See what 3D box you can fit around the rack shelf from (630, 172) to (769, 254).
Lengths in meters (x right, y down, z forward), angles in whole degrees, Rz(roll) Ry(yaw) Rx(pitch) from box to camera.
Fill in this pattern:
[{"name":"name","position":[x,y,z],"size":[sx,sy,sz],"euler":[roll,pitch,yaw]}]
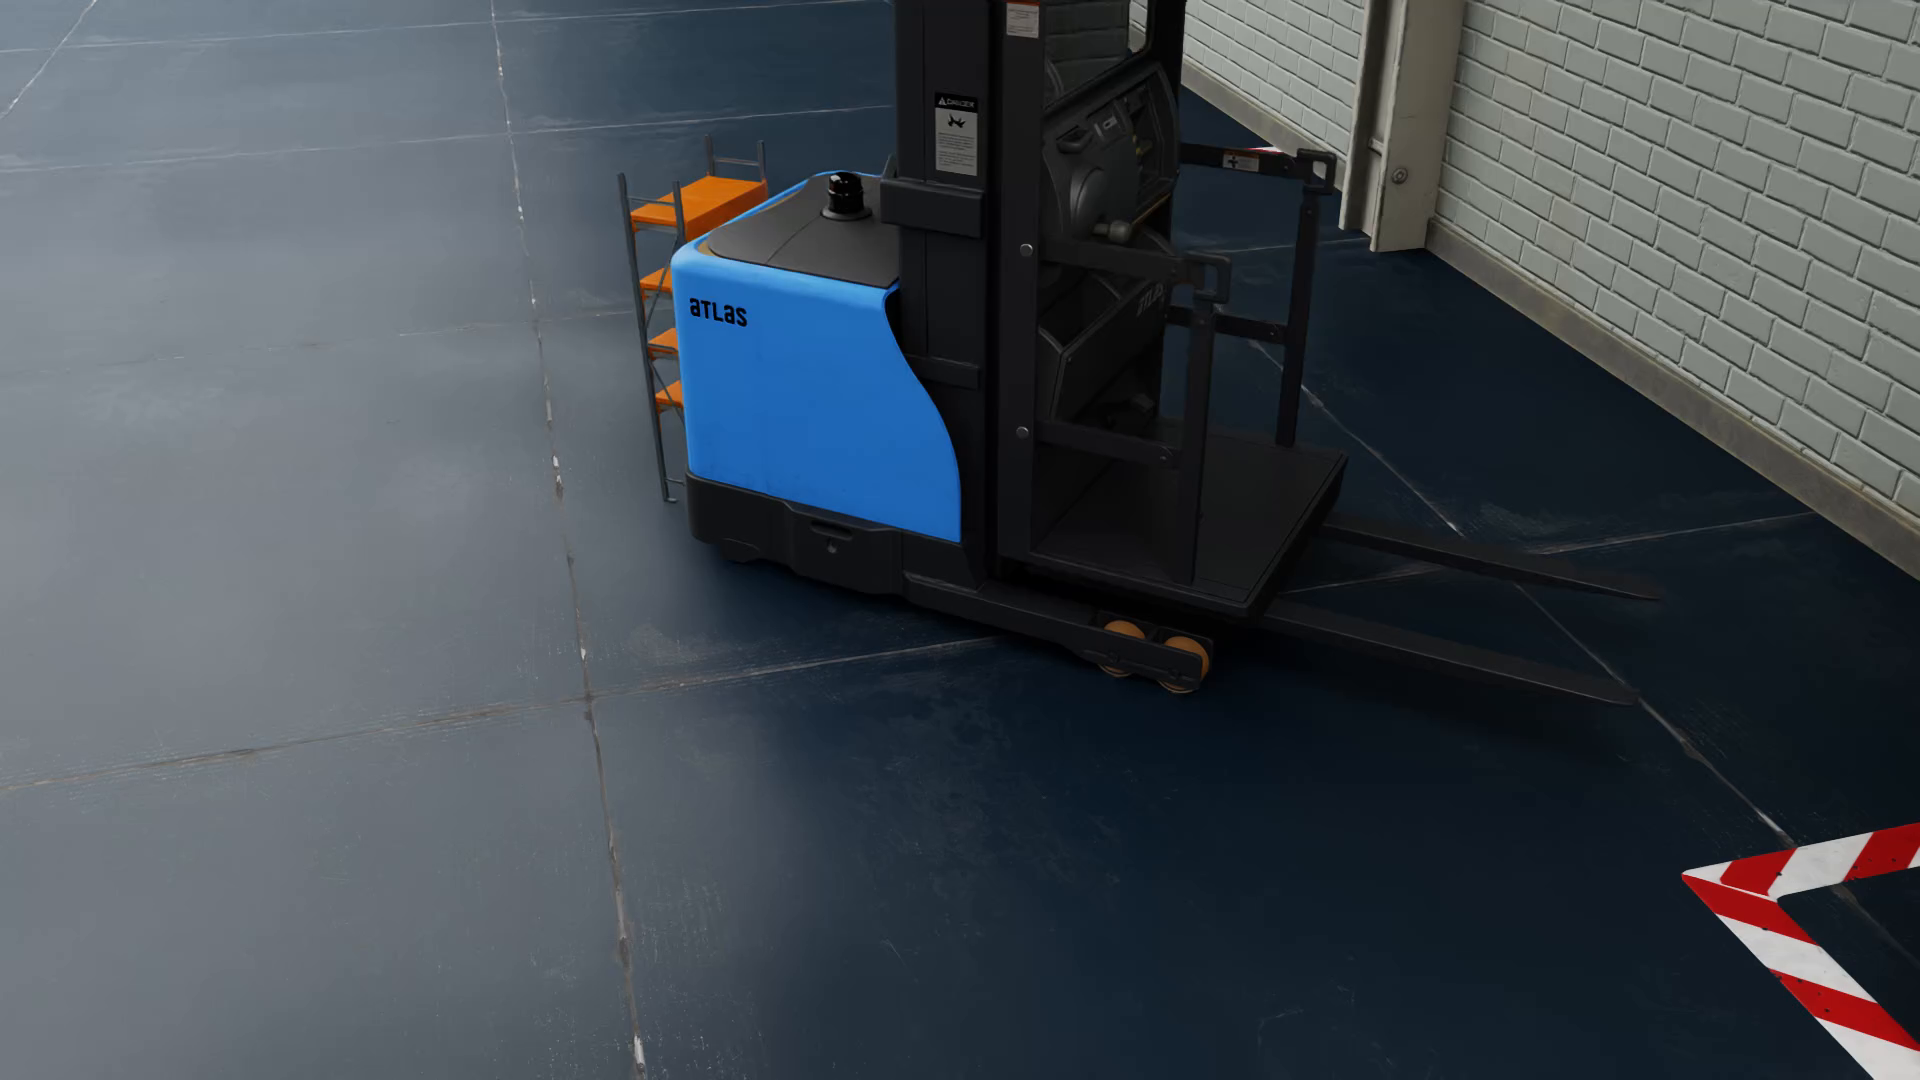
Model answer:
[{"name":"rack shelf","position":[-0.887,-1.101,5.659],"size":[0.258,0.148,0.480],"euler":[13,32,25]}]

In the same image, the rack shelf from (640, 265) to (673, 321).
[{"name":"rack shelf","position":[-0.878,-0.894,5.774],"size":[0.258,0.148,0.480],"euler":[13,32,25]}]

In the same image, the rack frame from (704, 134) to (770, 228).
[{"name":"rack frame","position":[-0.758,-0.865,6.036],"size":[0.240,1.200,0.015],"euler":[13,32,25]}]

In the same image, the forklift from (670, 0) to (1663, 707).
[{"name":"forklift","position":[0.631,-1.116,4.752],"size":[3.031,2.935,1.130],"euler":[14,33,23]}]

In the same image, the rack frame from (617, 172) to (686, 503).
[{"name":"rack frame","position":[-0.986,-0.649,5.662],"size":[0.240,1.200,0.015],"euler":[13,32,25]}]

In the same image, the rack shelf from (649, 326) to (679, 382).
[{"name":"rack shelf","position":[-0.870,-0.698,5.882],"size":[0.258,0.148,0.480],"euler":[13,32,25]}]

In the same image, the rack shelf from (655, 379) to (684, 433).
[{"name":"rack shelf","position":[-0.862,-0.525,5.978],"size":[0.258,0.148,0.480],"euler":[13,32,25]}]

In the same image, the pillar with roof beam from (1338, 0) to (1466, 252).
[{"name":"pillar with roof beam","position":[-2.011,-4.856,5.157],"size":[9.100,9.000,0.400],"euler":[-8,31,-13]}]

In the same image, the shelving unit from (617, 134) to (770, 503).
[{"name":"shelving unit","position":[-0.872,-0.757,5.849],"size":[0.258,1.200,0.503],"euler":[13,32,25]}]
